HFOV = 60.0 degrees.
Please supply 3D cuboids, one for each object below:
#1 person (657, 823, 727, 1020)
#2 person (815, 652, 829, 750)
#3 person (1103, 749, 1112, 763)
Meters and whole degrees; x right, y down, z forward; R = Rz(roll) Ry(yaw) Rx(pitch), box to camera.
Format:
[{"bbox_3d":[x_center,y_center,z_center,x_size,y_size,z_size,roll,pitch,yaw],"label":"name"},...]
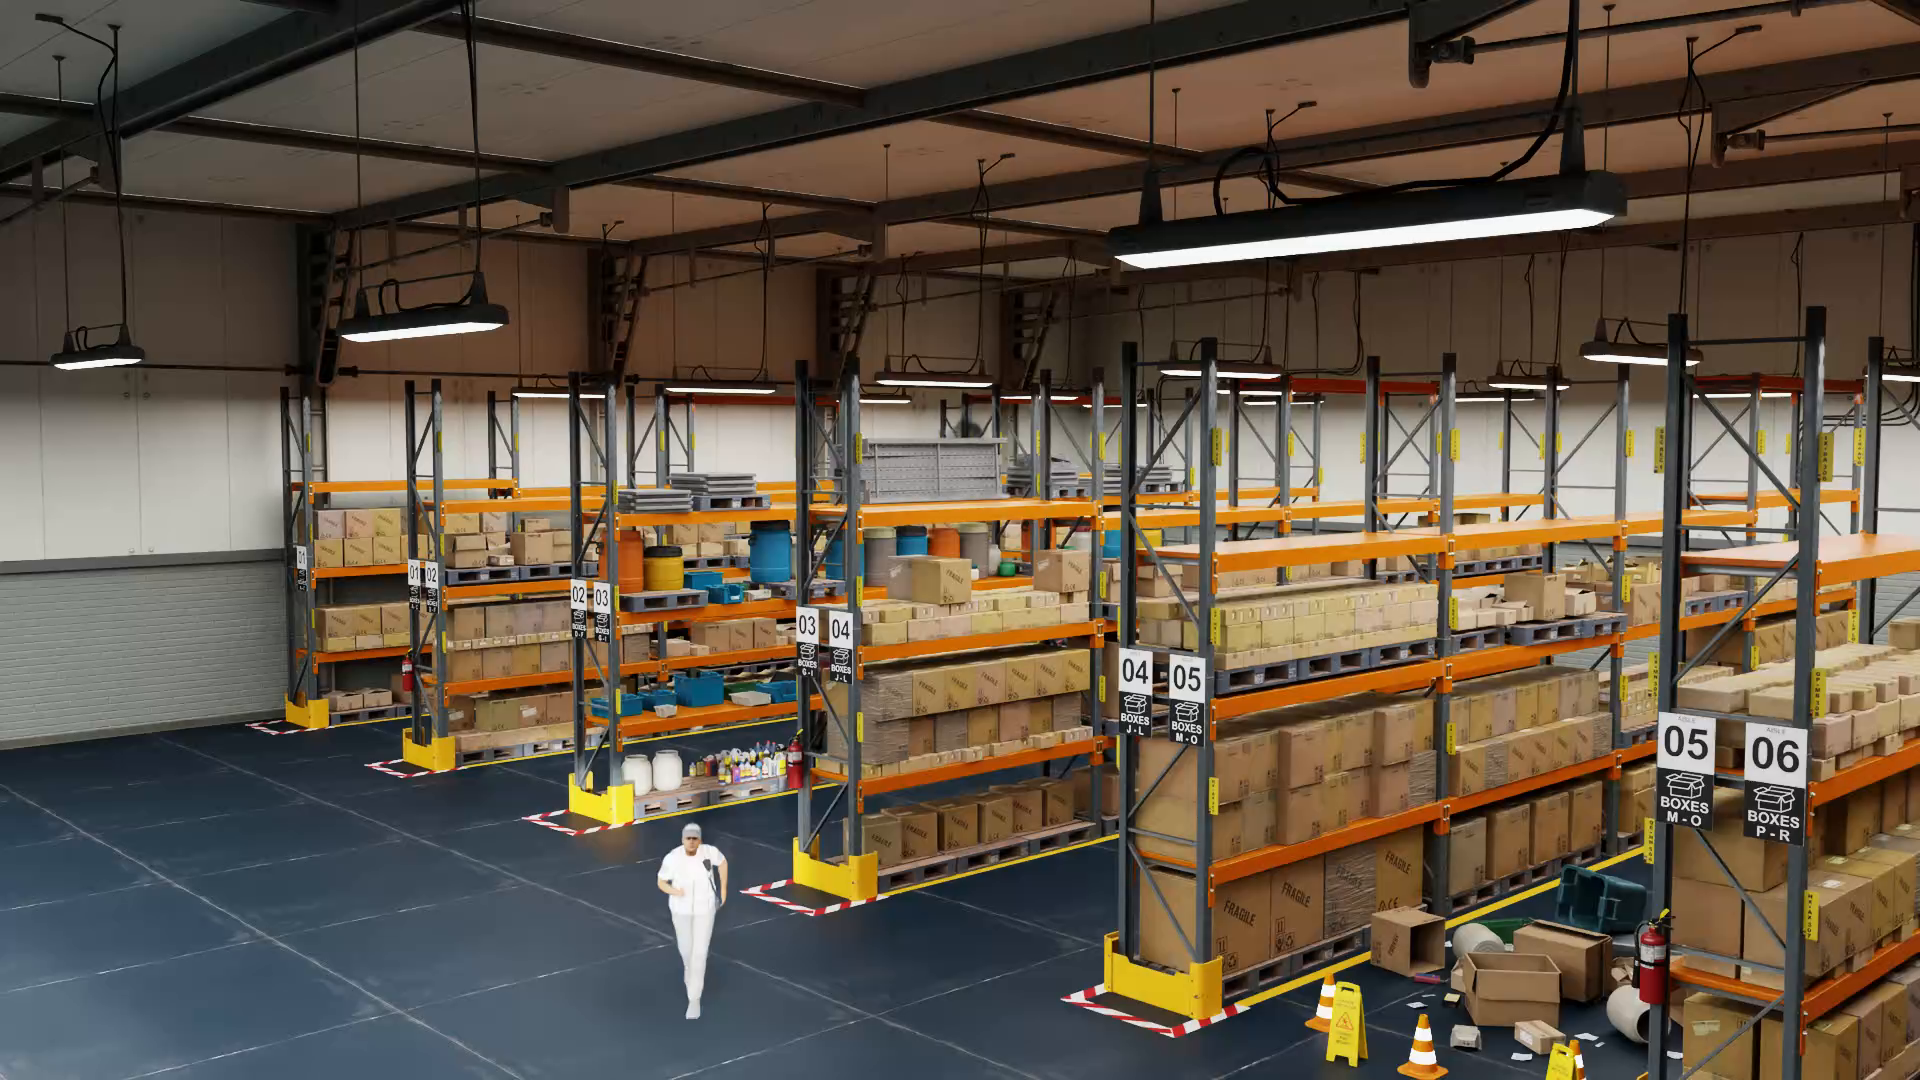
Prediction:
[{"bbox_3d":[-2.426,3.378,15.093,0.628,1.695,0.960,0,4,-8],"label":"person"},{"bbox_3d":[-2.241,2.622,27.278,0.659,1.609,0.678,3,5,43],"label":"person"},{"bbox_3d":[2.054,2.798,24.262,0.738,1.703,0.563,-4,5,-44],"label":"person"}]
